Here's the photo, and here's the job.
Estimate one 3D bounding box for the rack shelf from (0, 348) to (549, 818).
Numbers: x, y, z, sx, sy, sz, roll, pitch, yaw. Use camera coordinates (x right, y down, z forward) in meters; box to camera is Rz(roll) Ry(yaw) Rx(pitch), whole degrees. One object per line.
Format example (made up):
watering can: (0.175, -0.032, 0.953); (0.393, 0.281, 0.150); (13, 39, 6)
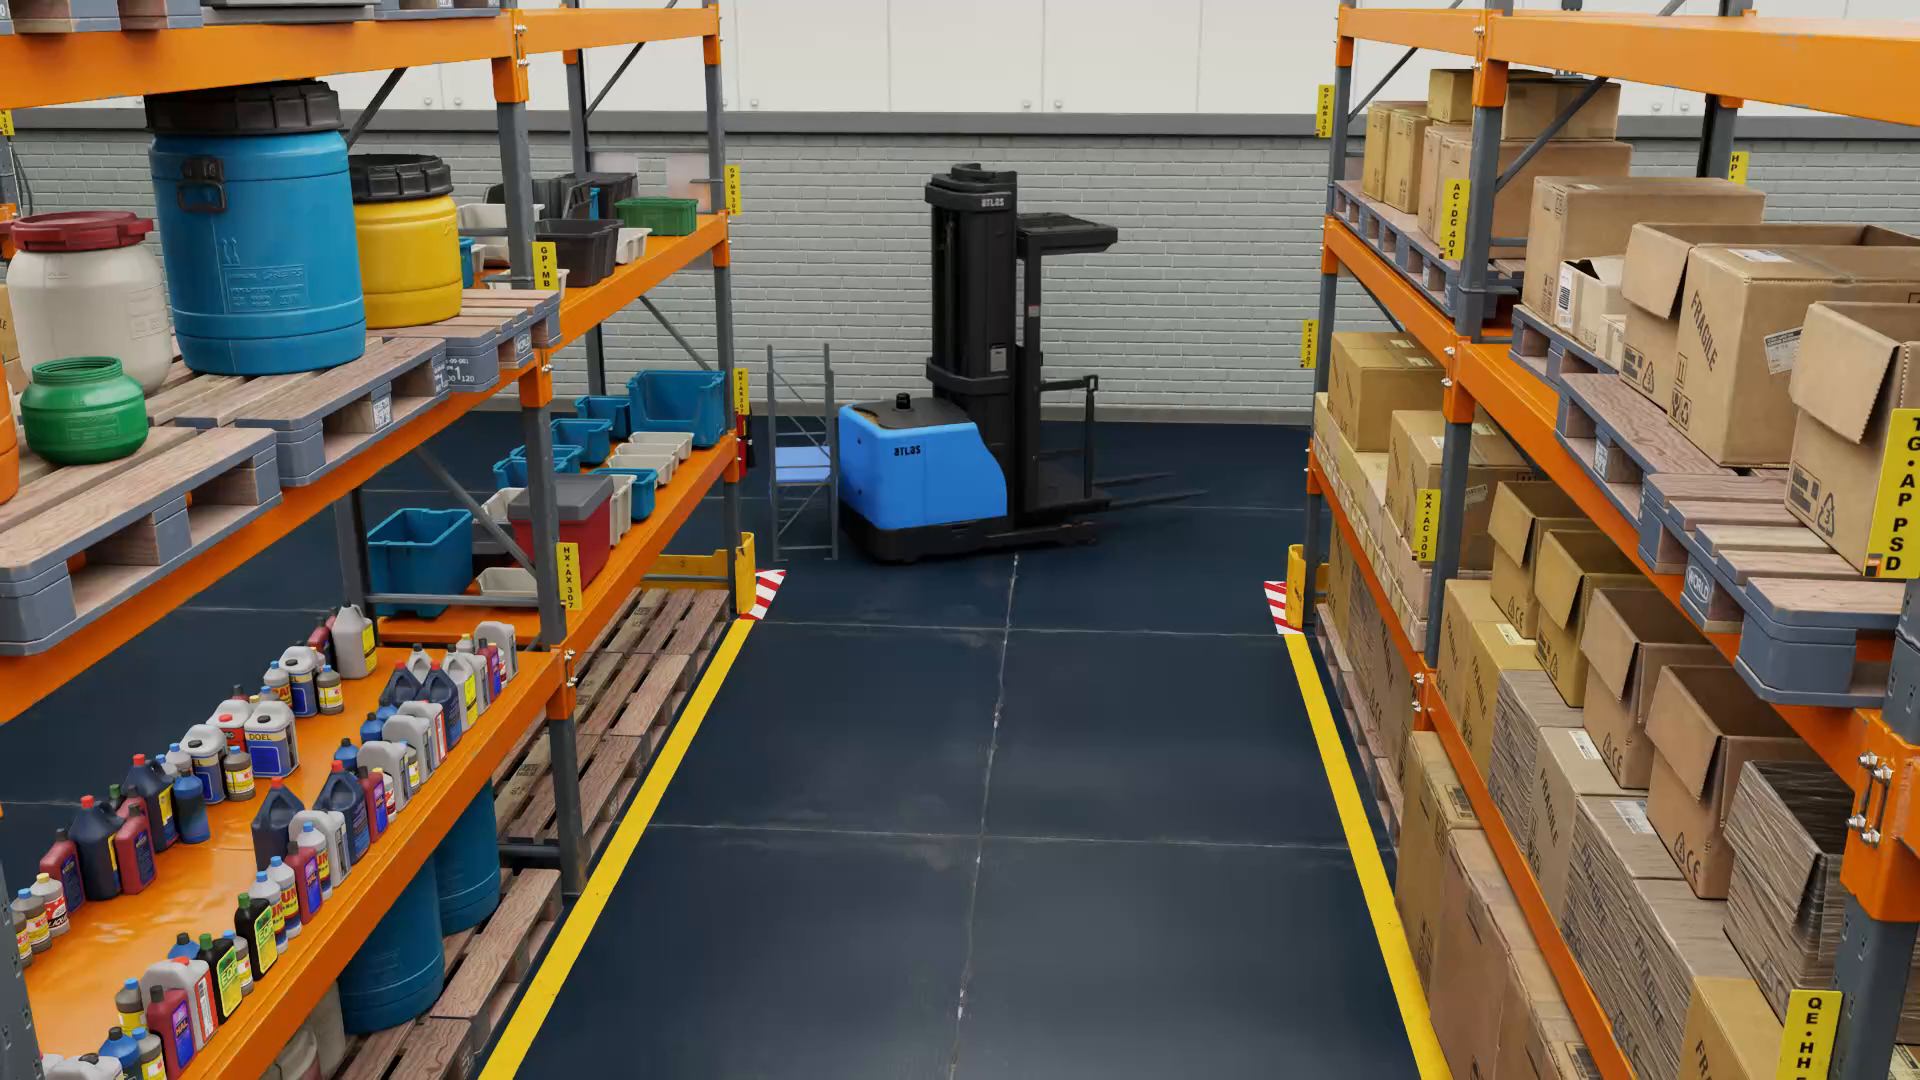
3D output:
rack shelf: (-2.488, -0.175, 5.479); (1.077, 0.370, 4.000); (1, 18, 4)

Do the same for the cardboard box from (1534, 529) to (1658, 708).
cardboard box: (2.497, 0.285, 5.965); (0.797, 0.503, 0.637); (1, 18, 5)

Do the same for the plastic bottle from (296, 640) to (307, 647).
plastic bottle: (-2.804, 0.561, 7.102); (0.097, 0.271, 0.097); (0, 18, 0)

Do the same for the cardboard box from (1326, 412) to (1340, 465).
cardboard box: (2.547, -0.610, 10.231); (0.500, 0.250, 0.500); (1, 18, 3)

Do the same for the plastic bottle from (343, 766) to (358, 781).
plastic bottle: (-2.191, 0.939, 5.948); (0.097, 0.271, 0.097); (0, 18, 0)

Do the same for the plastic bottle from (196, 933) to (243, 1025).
plastic bottle: (-2.190, 1.273, 4.907); (0.061, 0.283, 0.133); (1, 18, 4)

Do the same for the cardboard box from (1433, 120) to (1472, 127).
cardboard box: (2.813, -1.893, 8.570); (0.700, 0.500, 0.500); (2, 18, 6)

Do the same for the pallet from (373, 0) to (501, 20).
pallet: (-2.374, -2.026, 6.101); (1.003, 0.211, 1.213); (1, 18, 4)

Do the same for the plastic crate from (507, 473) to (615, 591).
plastic crate: (-2.031, -0.044, 8.539); (0.402, 0.464, 0.583); (1, 18, 4)

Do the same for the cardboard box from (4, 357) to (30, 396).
cardboard box: (-6.759, -0.969, 11.403); (0.500, 0.500, 0.500); (2, 18, 6)

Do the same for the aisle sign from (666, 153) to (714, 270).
aisle sign: (-1.761, -2.206, 11.164); (0.394, 0.787, 0.004); (1, 18, 4)

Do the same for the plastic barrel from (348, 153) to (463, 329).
plastic barrel: (-2.208, -1.139, 6.289); (0.600, 0.588, 0.600); (0, 18, 0)

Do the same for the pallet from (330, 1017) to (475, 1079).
pallet: (-2.527, 2.231, 6.276); (1.003, 0.211, 1.213); (1, 18, 4)

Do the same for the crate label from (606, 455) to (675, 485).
crate label: (-1.967, -0.424, 10.228); (0.396, 0.136, 0.243); (1, 18, 4)

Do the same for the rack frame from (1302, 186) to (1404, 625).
rack frame: (2.882, -0.845, 11.183); (1.000, 3.000, 0.127); (1, 18, 4)

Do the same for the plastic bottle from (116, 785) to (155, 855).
plastic bottle: (-2.863, 0.997, 5.750); (0.061, 0.283, 0.133); (1, 18, 4)

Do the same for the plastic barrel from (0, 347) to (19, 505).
plastic barrel: (-2.588, -0.476, 3.877); (0.600, 0.830, 0.708); (1, 18, 4)

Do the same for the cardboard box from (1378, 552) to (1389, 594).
cardboard box: (2.345, 0.175, 8.474); (0.380, 0.149, 0.250); (2, 18, 5)

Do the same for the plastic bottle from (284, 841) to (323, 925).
plastic bottle: (-2.150, 1.100, 5.437); (0.061, 0.283, 0.133); (1, 18, 4)

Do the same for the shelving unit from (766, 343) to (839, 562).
shelving unit: (-1.255, -0.714, 13.192); (0.538, 1.500, 1.048); (-2, 18, -6)

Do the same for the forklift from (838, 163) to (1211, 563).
forklift: (0.583, -1.495, 13.279); (3.031, 2.935, 1.130); (-8, 20, -22)

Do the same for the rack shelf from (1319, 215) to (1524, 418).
rack shelf: (2.739, -1.307, 8.933); (1.077, 0.370, 4.000); (1, 18, 4)

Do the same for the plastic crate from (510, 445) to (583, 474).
plastic crate: (-2.499, -0.426, 10.078); (0.416, 0.233, 0.300); (1, 18, 4)

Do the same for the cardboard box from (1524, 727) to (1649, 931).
cardboard box: (2.210, 0.960, 5.517); (0.500, 0.500, 0.500); (2, 18, 5)

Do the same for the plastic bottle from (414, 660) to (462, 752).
plastic bottle: (-2.098, 0.661, 6.668); (0.144, 0.351, 0.185); (1, 18, 4)

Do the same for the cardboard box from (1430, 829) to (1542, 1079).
cardboard box: (2.506, 1.685, 6.203); (1.225, 0.875, 0.875); (1, 18, 2)

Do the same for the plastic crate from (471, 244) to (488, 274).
plastic crate: (-2.634, -1.417, 8.535); (0.293, 0.136, 0.466); (1, 18, 4)

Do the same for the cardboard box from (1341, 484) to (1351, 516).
cardboard box: (2.438, -0.223, 9.690); (0.380, 0.149, 0.250); (1, 18, 3)

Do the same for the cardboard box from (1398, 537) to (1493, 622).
cardboard box: (2.365, 0.185, 7.806); (0.500, 0.250, 0.500); (1, 18, 3)

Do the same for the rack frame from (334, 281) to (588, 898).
rack frame: (-2.345, 0.287, 7.730); (1.000, 3.000, 0.127); (1, 18, 4)

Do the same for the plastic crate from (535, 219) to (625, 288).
plastic crate: (-1.983, -1.456, 8.442); (0.497, 0.269, 0.590); (1, 18, 4)

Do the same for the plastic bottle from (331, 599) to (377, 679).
plastic bottle: (-2.697, 0.425, 7.387); (0.144, 0.351, 0.185); (1, 18, 4)

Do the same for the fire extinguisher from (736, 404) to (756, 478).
fire extinguisher: (-1.594, -0.778, 11.703); (0.296, 0.674, 0.183); (1, 18, 4)

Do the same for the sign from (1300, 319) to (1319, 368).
sign: (2.329, -1.308, 11.080); (0.100, 0.325, 0.005); (1, 18, 4)

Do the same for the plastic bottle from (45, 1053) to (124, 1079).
plastic bottle: (-2.278, 1.461, 4.346); (0.152, 0.276, 0.135); (1, 18, 4)

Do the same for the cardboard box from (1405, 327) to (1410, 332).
cardboard box: (3.109, -1.114, 10.564); (0.500, 0.500, 0.500); (2, 18, 5)

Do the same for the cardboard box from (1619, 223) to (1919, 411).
cardboard box: (2.434, -0.669, 4.990); (0.797, 0.503, 0.637); (1, 18, 3)

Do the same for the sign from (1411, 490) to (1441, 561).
sign: (2.041, -0.063, 7.281); (0.100, 0.325, 0.005); (1, 18, 4)

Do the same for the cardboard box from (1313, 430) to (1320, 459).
cardboard box: (2.527, -0.622, 10.909); (0.380, 0.149, 0.250); (1, 18, 5)

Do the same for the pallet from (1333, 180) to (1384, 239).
pallet: (2.839, -1.997, 10.026); (1.003, 0.211, 1.213); (1, 18, 4)

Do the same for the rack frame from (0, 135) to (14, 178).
rack frame: (-6.999, -3.918, 10.928); (1.000, 3.000, 0.127); (1, 18, 4)

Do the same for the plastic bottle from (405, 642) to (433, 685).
plastic bottle: (-2.228, 0.600, 6.853); (0.144, 0.351, 0.185); (1, 18, 4)

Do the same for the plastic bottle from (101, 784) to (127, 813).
plastic bottle: (-2.924, 0.996, 5.754); (0.061, 0.283, 0.133); (1, 18, 4)

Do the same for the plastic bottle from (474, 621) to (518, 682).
plastic bottle: (-2.051, 0.476, 7.353); (0.152, 0.276, 0.135); (1, 18, 4)

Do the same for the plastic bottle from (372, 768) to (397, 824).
plastic bottle: (-2.121, 0.932, 6.081); (0.097, 0.201, 0.097); (0, 18, 0)

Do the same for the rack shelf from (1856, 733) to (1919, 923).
rack shelf: (2.165, 1.178, 1.350); (1.077, 0.370, 4.000); (1, 18, 4)

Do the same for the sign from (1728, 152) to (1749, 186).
sign: (3.137, -1.414, 6.768); (0.100, 0.325, 0.005); (1, 18, 4)

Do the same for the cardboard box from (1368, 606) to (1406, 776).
cardboard box: (2.787, 0.725, 9.131); (0.875, 0.875, 0.875); (1, 18, 4)
